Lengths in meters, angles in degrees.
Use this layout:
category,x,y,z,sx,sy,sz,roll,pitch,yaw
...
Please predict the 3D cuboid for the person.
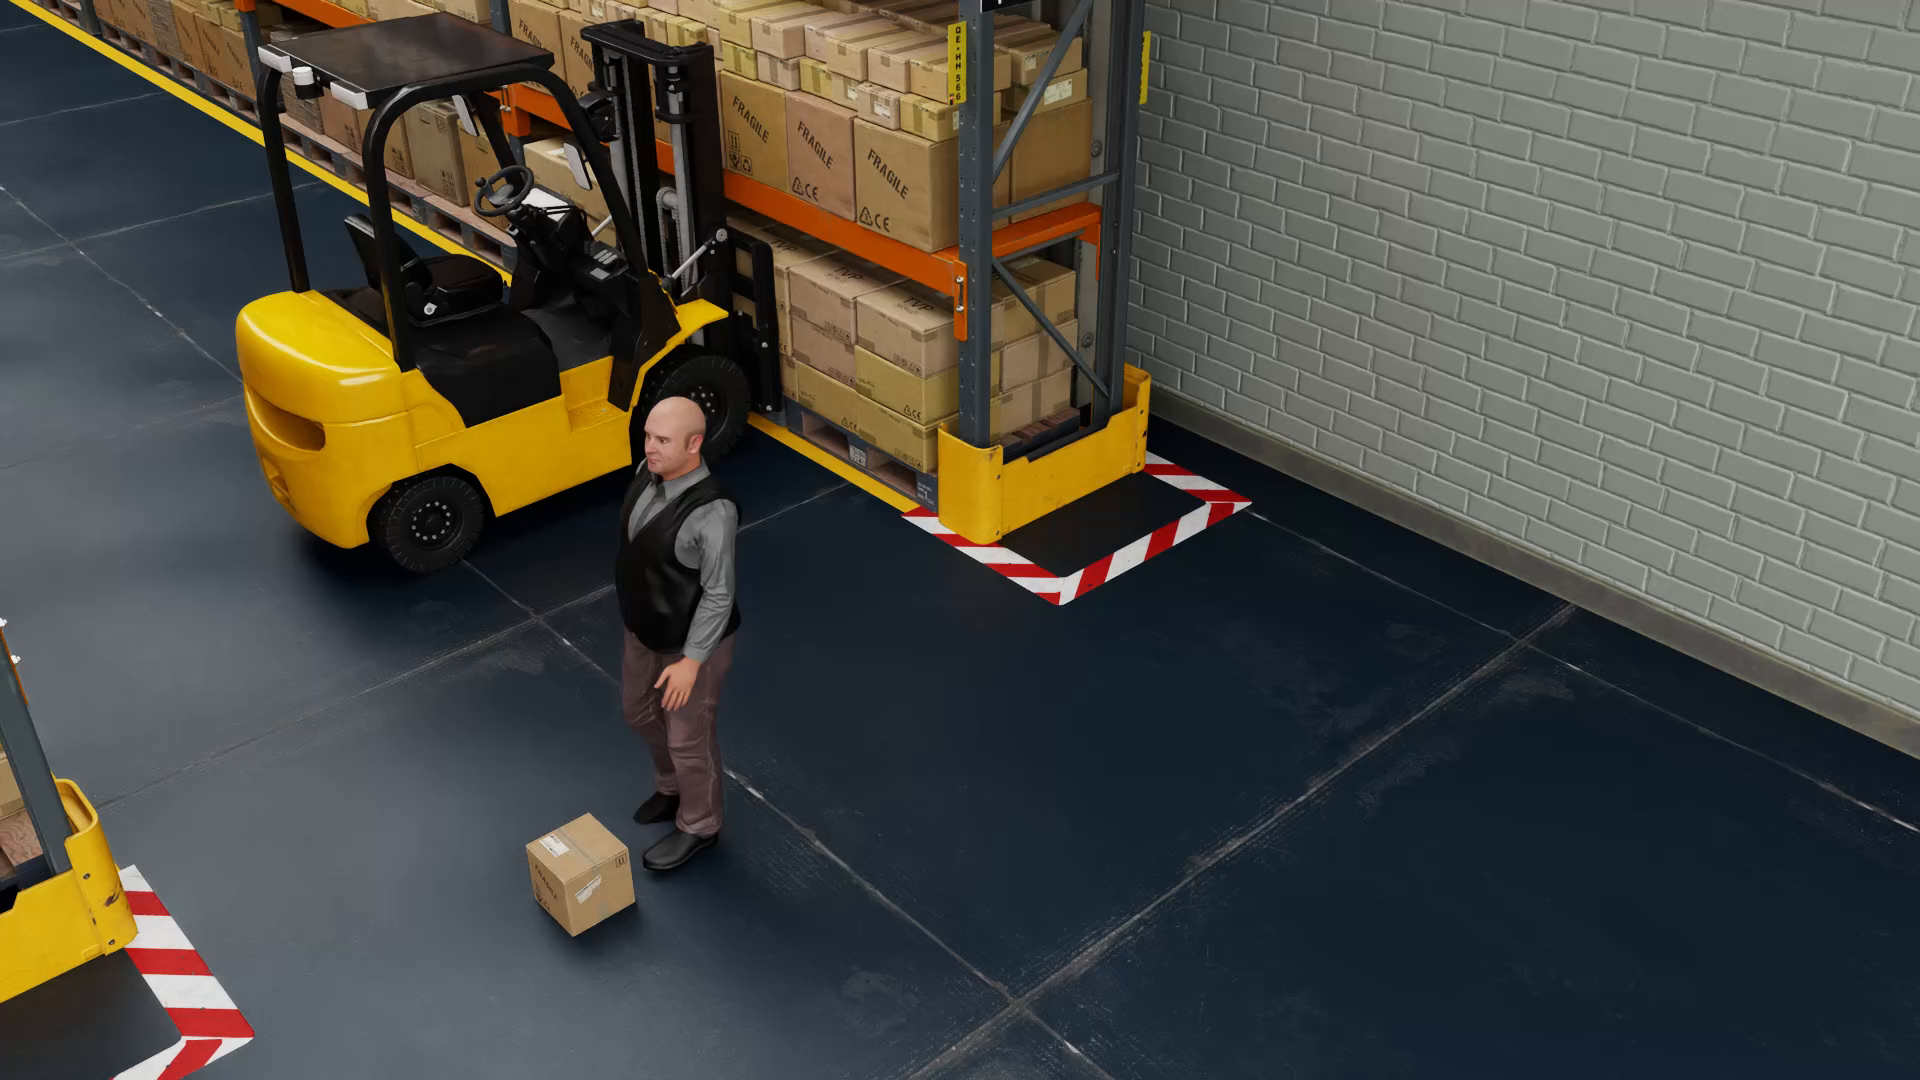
category,x,y,z,sx,sy,sz,roll,pitch,yaw
person,-0.975,0.354,5.592,0.461,1.790,0.578,-22,38,-31
